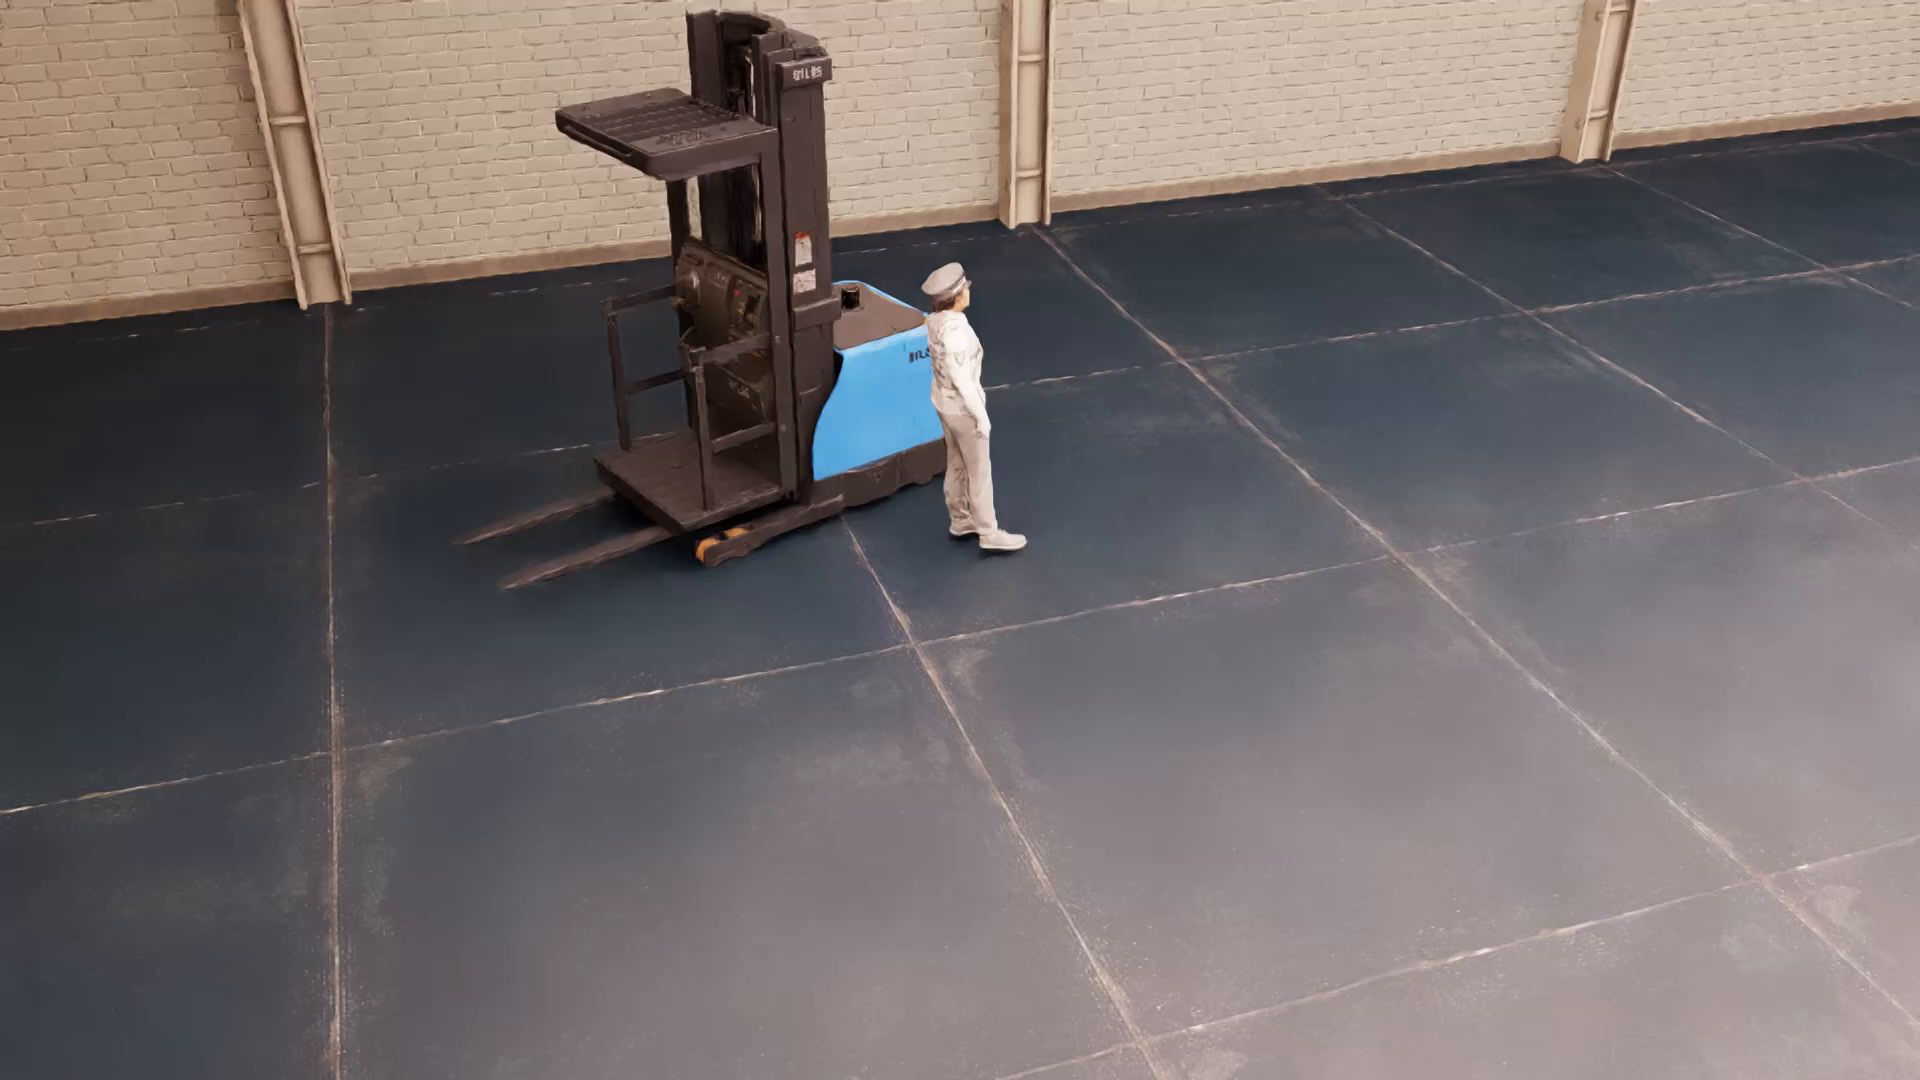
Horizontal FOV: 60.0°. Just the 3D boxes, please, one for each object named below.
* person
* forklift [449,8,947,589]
[{"bbox_3d":[0.065,-0.783,9.592,0.534,1.695,0.586,-10,31,-16],"label":"person"},{"bbox_3d":[-1.549,-1.411,9.539,3.031,2.935,1.130,-22,36,-33],"label":"forklift"}]
